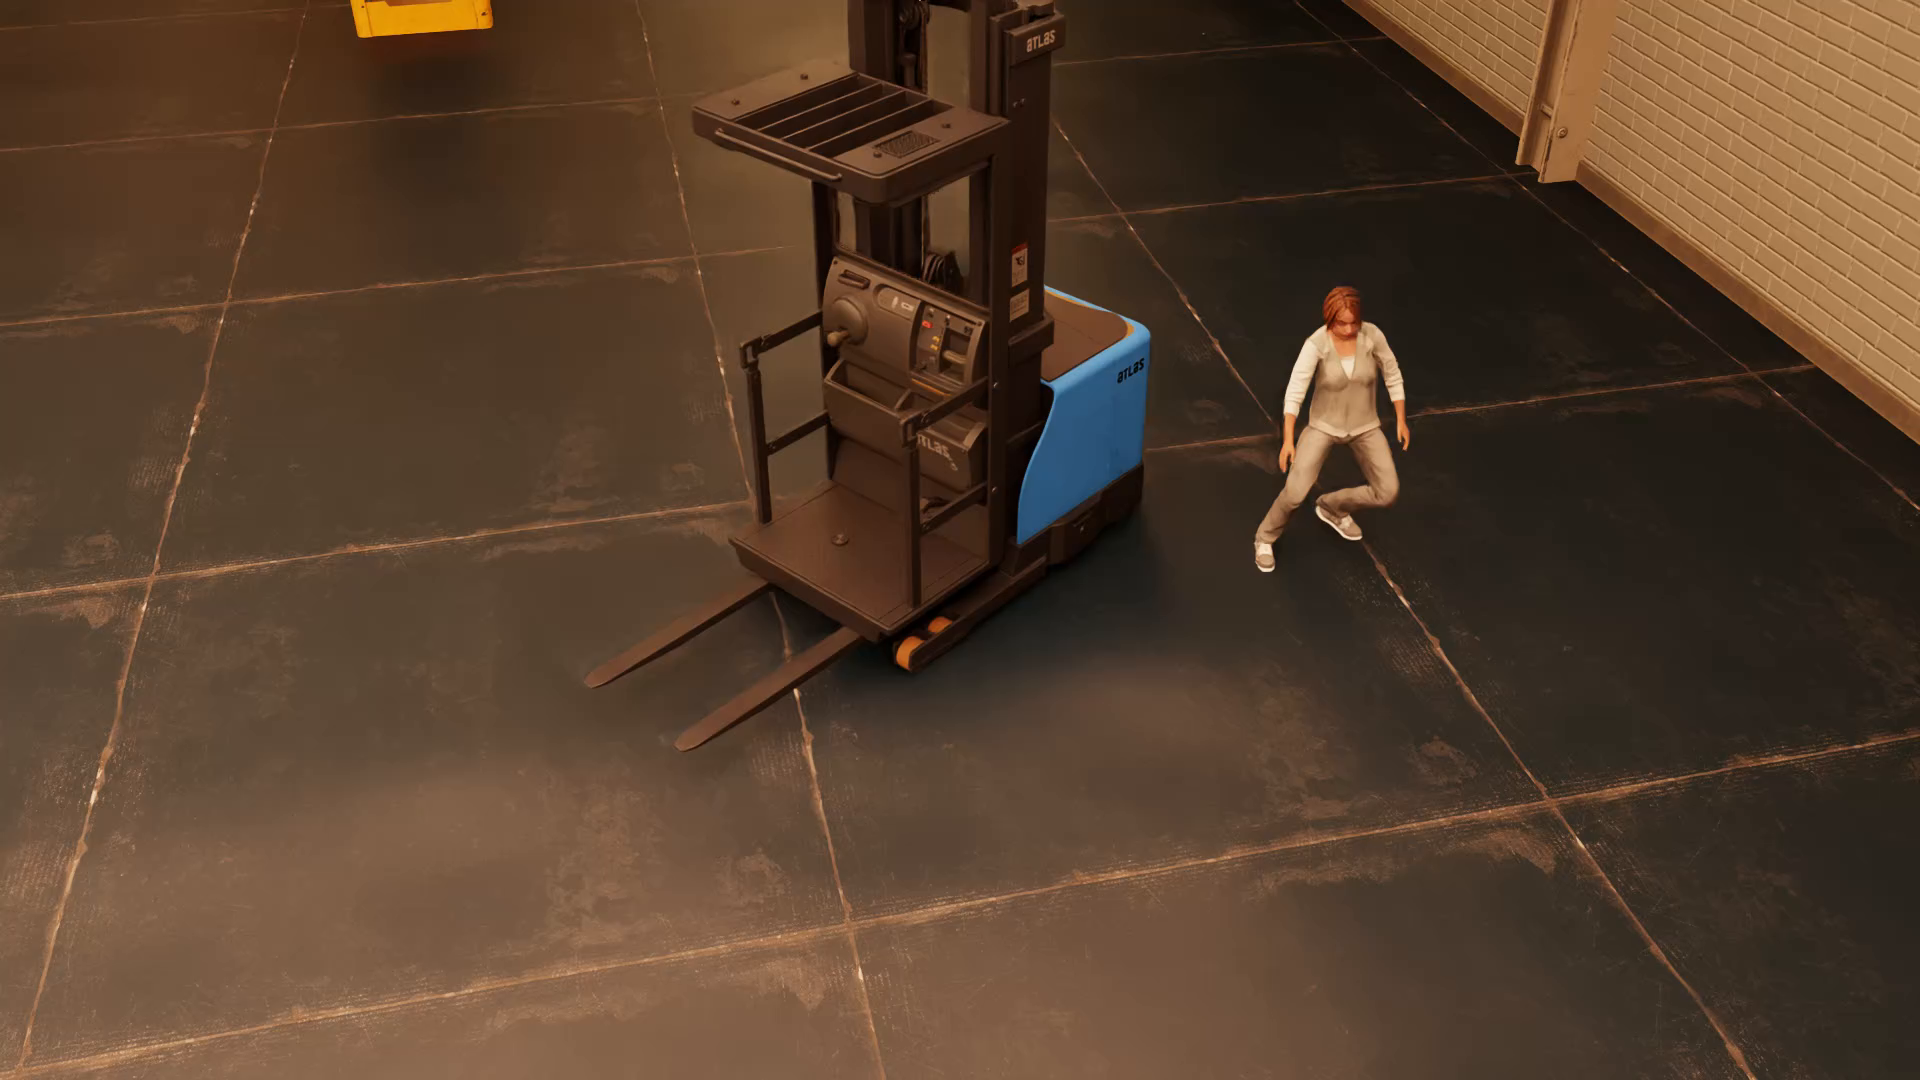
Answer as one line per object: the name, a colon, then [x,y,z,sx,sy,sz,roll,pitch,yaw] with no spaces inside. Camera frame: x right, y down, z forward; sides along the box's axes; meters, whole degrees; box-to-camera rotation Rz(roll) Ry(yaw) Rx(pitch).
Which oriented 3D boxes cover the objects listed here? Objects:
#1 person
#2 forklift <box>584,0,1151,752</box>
person: [1.824,-0.496,8.009,0.672,1.467,0.571,0,36,0]
forklift: [-0.400,-0.913,7.319,1.130,2.935,3.031,28,44,33]
